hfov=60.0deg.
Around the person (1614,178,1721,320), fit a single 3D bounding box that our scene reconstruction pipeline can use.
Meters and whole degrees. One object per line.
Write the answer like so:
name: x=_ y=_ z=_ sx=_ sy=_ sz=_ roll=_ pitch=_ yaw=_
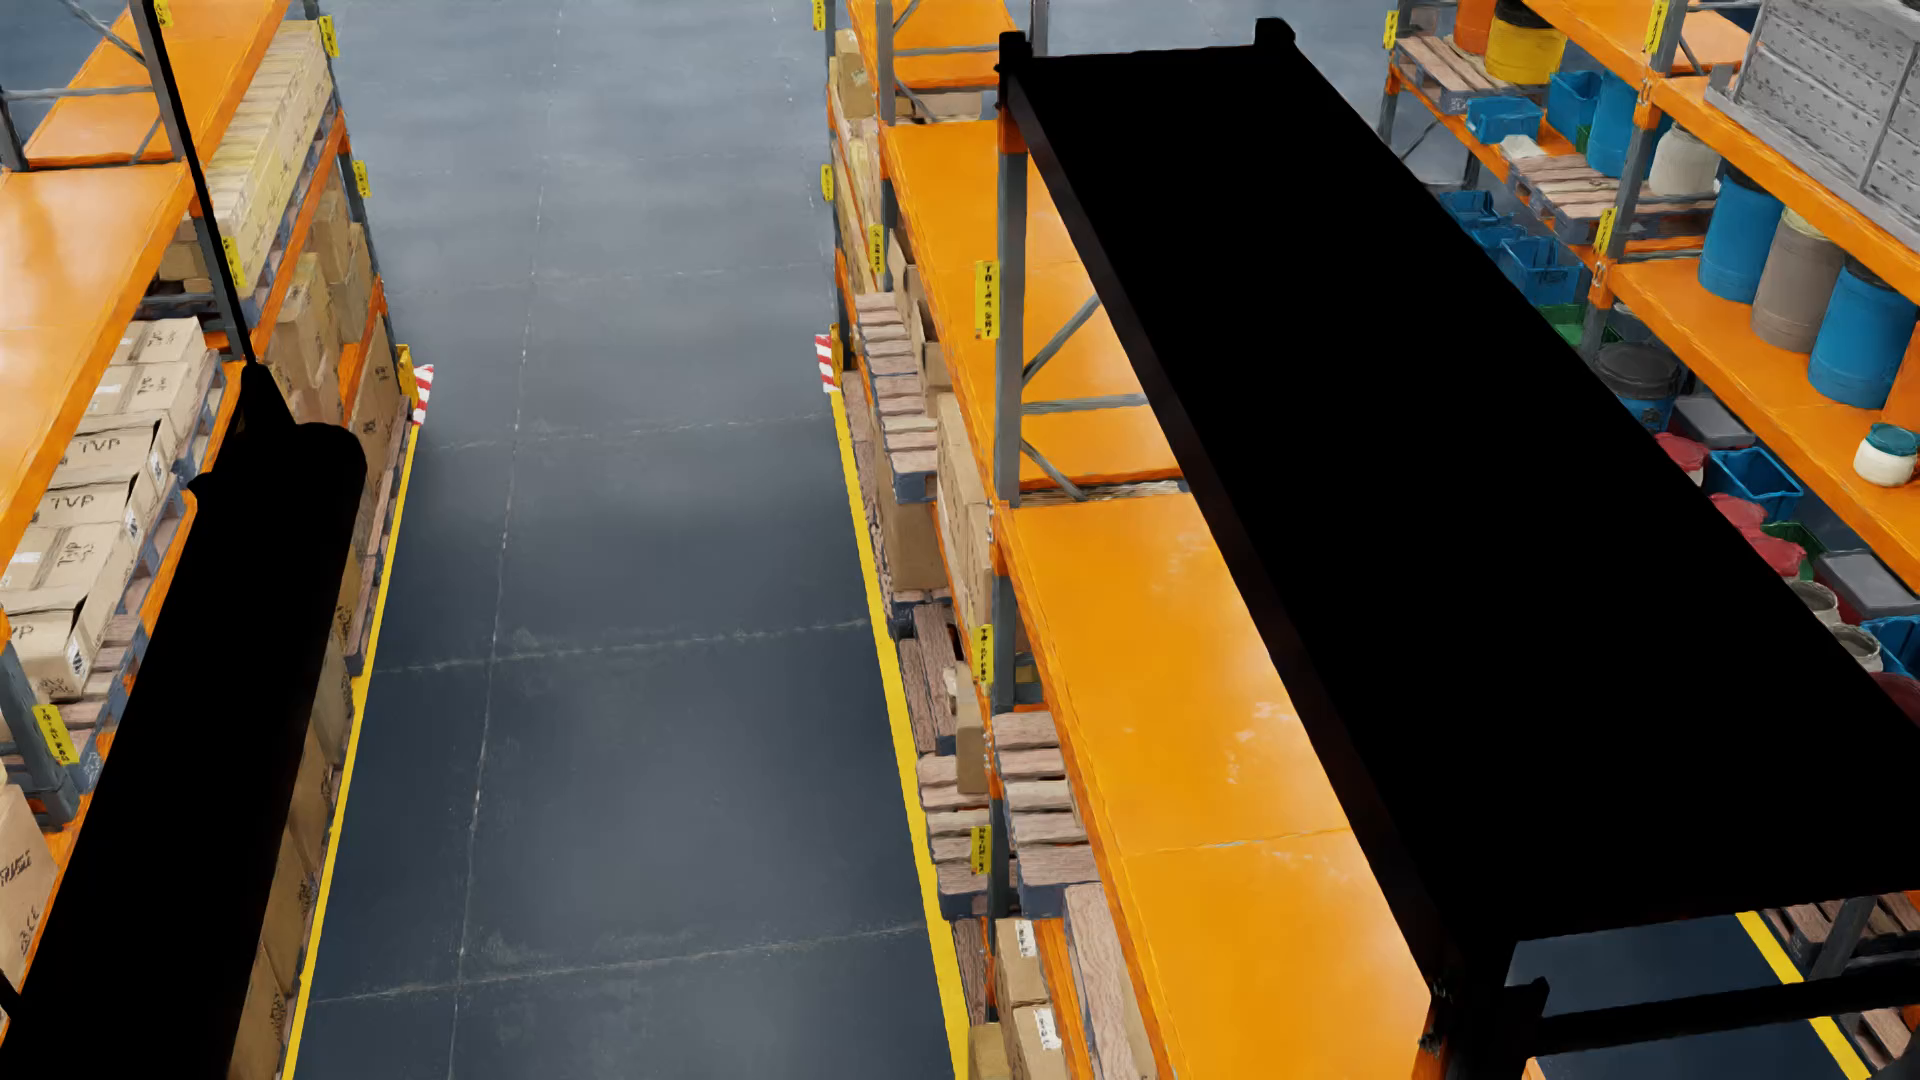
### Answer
person: x=6.944 y=-2.845 z=15.861 sx=0.678 sy=1.725 sz=0.789 roll=-18 pitch=40 yaw=-23
